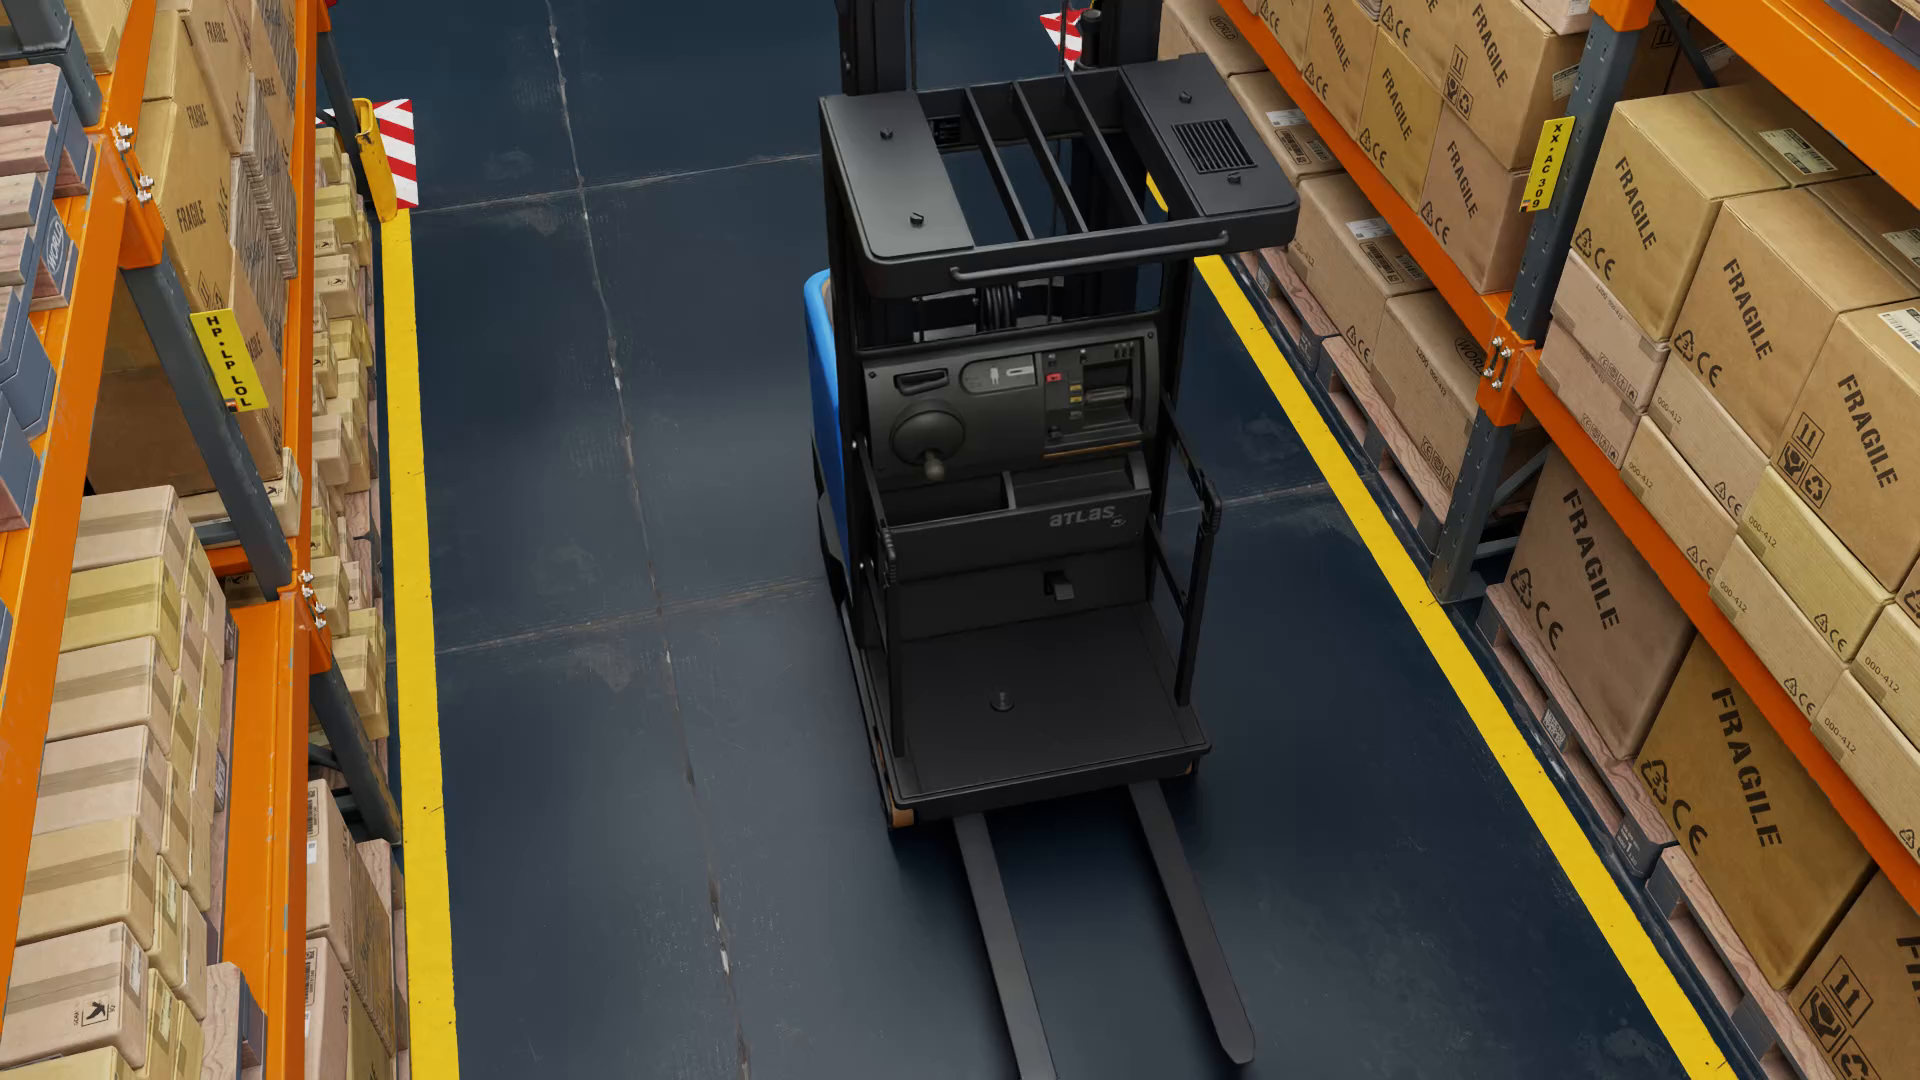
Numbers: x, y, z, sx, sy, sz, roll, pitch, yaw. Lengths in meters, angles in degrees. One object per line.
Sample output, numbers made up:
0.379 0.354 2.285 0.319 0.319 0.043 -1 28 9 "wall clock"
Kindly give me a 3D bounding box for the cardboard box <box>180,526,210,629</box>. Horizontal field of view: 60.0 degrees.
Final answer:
-2.125 0.126 4.200 0.380 0.149 0.250 -9 46 -9 "cardboard box"

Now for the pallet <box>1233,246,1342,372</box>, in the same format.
1.907 -1.332 7.907 1.003 0.211 1.213 -11 47 -10 "pallet"

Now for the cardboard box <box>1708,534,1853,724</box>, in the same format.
2.449 0.194 4.565 0.500 0.250 0.500 -11 47 -11 "cardboard box"

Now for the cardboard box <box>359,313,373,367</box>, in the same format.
-2.755 -0.845 7.180 0.380 0.149 0.250 -13 47 -12 "cardboard box"

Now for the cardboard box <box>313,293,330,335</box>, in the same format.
-2.775 -0.842 6.761 0.380 0.149 0.250 -12 47 -12 "cardboard box"

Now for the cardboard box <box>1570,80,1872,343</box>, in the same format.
2.177 -0.953 4.814 0.500 0.500 0.500 -10 46 -10 "cardboard box"

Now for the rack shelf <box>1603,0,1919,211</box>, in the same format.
2.854 -0.342 3.388 1.077 0.370 4.000 -11 47 -10 "rack shelf"

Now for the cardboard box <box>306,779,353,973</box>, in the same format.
-1.982 0.984 4.617 0.500 0.250 0.500 -12 47 -11 "cardboard box"

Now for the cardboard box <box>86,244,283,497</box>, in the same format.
-2.300 -0.477 4.839 0.500 0.500 0.500 -11 47 -11 "cardboard box"

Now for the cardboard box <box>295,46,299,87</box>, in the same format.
-2.891 -1.929 6.716 0.380 0.149 0.250 -10 46 -9 "cardboard box"

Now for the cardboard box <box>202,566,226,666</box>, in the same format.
-2.124 0.229 4.307 0.380 0.149 0.250 -12 47 -11 "cardboard box"

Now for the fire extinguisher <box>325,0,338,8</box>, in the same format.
-3.060 -2.812 7.721 0.296 0.674 0.183 -11 47 -10 "fire extinguisher"

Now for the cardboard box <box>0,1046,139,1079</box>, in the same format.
-1.723 1.110 3.027 0.380 0.149 0.250 -11 47 -11 "cardboard box"

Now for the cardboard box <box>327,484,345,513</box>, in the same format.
-2.563 -0.213 6.352 0.380 0.149 0.250 -9 46 -8 "cardboard box"

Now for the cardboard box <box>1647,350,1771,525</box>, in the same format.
2.343 -0.337 4.735 0.500 0.250 0.500 -10 46 -10 "cardboard box"

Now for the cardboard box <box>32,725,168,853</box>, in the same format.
-1.924 0.570 3.557 0.380 0.149 0.250 -11 47 -10 "cardboard box"

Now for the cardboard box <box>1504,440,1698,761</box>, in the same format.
2.578 0.086 5.760 0.875 0.875 0.875 -9 46 -9 "cardboard box"

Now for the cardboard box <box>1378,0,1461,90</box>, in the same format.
1.832 -1.937 5.778 0.500 0.500 0.500 -11 47 -11 "cardboard box"

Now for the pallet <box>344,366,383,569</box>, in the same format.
-2.939 -0.275 6.871 1.003 0.211 1.213 -11 47 -10 "pallet"

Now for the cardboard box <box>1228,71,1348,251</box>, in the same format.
1.826 -1.869 7.981 0.875 0.438 0.875 -10 46 -9 "cardboard box"

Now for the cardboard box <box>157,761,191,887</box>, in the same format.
-1.921 0.667 3.669 0.380 0.149 0.250 -12 47 -12 "cardboard box"

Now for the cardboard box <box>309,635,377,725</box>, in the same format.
-2.201 0.488 5.665 0.380 0.149 0.250 -9 46 -8 "cardboard box"

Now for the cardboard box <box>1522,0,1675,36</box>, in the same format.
1.955 -1.691 5.083 0.380 0.149 0.250 -12 47 -11 "cardboard box"

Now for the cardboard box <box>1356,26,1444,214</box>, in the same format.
1.839 -1.587 6.135 0.500 0.500 0.500 -12 47 -11 "cardboard box"

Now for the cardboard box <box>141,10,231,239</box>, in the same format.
-2.445 -1.150 4.798 0.500 0.500 0.500 -12 47 -12 "cardboard box"

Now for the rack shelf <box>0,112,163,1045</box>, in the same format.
-1.905 0.633 2.433 1.077 0.370 4.000 -11 47 -10 "rack shelf"

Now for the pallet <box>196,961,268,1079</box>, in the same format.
-1.940 1.520 3.295 1.003 0.211 1.213 -11 47 -10 "pallet"

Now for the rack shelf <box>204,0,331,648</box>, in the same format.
-2.929 -1.079 6.211 1.077 0.370 4.000 -11 47 -10 "rack shelf"

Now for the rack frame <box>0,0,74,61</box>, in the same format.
-2.417 -2.049 2.458 1.000 3.000 0.127 -11 47 -10 "rack frame"

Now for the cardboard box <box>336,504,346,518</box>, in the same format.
-2.598 -0.100 6.450 0.380 0.149 0.250 -13 47 -12 "cardboard box"

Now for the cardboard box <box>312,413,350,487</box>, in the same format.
-2.506 -0.316 6.245 0.380 0.149 0.250 -10 46 -9 "cardboard box"

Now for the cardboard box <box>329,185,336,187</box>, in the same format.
-3.015 -1.462 7.576 0.380 0.149 0.250 -12 47 -11 "cardboard box"

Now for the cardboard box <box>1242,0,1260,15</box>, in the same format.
1.433 -2.639 7.166 0.500 0.500 0.500 -11 47 -11 "cardboard box"

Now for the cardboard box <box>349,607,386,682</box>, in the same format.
-2.268 0.407 5.953 0.380 0.149 0.250 -9 46 -9 "cardboard box"

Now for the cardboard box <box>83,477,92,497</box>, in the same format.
-2.814 -0.371 4.735 0.500 0.500 0.500 -11 47 -10 "cardboard box"

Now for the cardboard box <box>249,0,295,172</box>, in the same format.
-2.694 -1.536 5.877 0.500 0.500 0.500 -9 46 -8 "cardboard box"

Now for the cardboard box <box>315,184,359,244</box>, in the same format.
-2.863 -1.410 7.317 0.380 0.149 0.250 -12 47 -11 "cardboard box"

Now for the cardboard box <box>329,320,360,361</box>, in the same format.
-2.703 -0.758 6.887 0.380 0.149 0.250 -9 46 -8 "cardboard box"

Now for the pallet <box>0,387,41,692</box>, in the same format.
-2.094 0.227 2.458 1.213 0.211 1.003 -11 47 -10 "pallet"

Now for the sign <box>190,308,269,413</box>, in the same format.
-1.882 -0.459 4.289 0.100 0.325 0.005 -11 47 -10 "sign"

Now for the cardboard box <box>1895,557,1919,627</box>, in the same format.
2.598 0.096 3.786 0.500 0.500 0.500 -11 47 -11 "cardboard box"

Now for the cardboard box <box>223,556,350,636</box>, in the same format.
-2.318 0.216 5.723 0.380 0.149 0.250 -9 46 -8 "cardboard box"

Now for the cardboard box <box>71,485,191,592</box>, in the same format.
-2.126 0.024 4.091 0.380 0.149 0.250 -9 46 -8 "cardboard box"

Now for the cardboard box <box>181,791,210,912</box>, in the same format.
-1.931 0.754 3.793 0.380 0.149 0.250 -13 47 -12 "cardboard box"

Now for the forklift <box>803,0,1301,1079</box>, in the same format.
0.217 -0.331 5.022 1.130 2.935 3.031 -9 46 -9 "forklift"
